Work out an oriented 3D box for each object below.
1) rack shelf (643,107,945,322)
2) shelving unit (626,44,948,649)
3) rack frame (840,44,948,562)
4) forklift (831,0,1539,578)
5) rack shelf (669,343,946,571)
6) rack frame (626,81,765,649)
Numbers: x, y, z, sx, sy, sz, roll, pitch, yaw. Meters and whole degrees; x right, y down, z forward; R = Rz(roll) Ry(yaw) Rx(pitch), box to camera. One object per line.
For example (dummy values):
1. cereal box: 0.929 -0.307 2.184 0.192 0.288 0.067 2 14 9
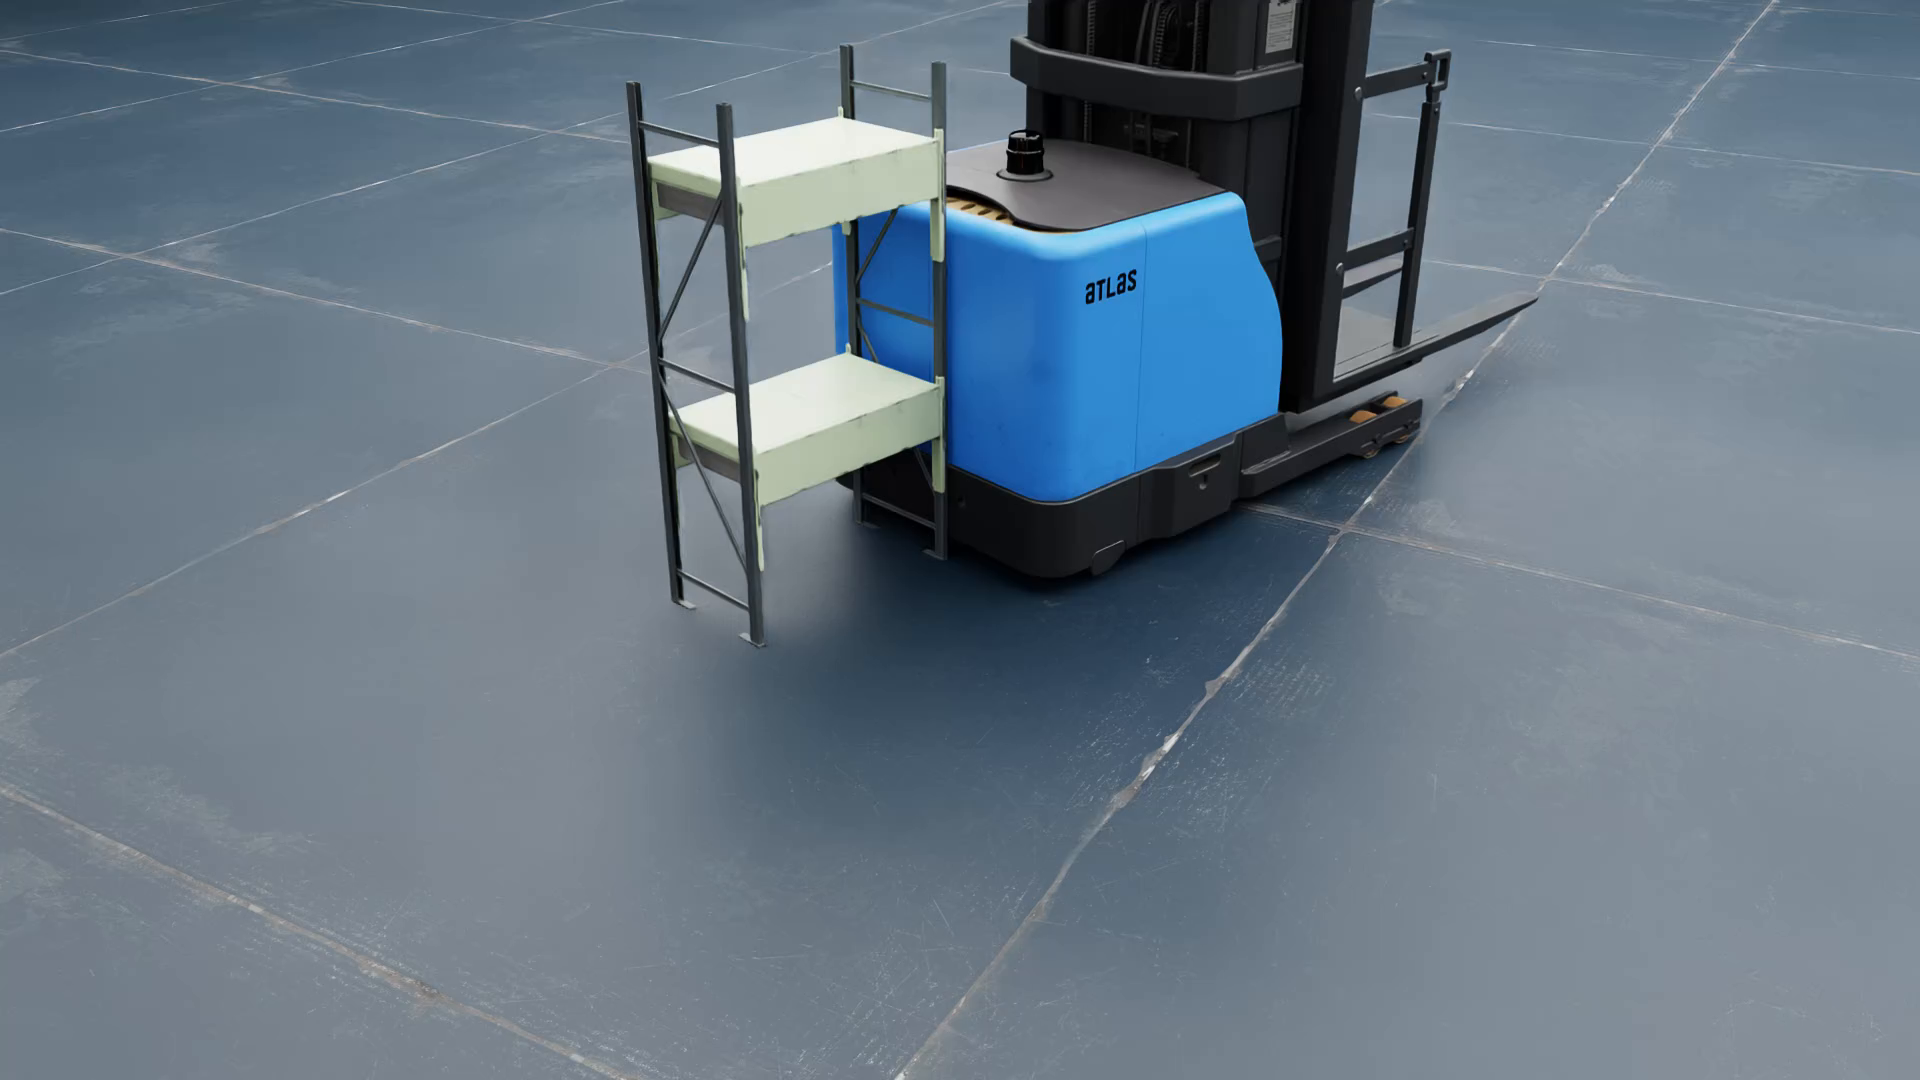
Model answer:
1. rack shelf: -0.443 -0.899 4.499 0.431 0.370 0.720 23 35 38
2. shelving unit: -0.443 -0.550 4.674 0.431 1.500 0.755 23 35 38
3. rack frame: -0.188 -0.668 4.909 0.400 1.500 0.023 23 35 38
4. forklift: 1.010 -1.748 5.468 3.031 2.935 1.130 -23 34 -38
5. rack shelf: -0.443 -0.259 4.820 0.431 0.370 0.720 23 35 38
6. rack frame: -0.697 -0.433 4.439 0.400 1.500 0.023 23 35 38
